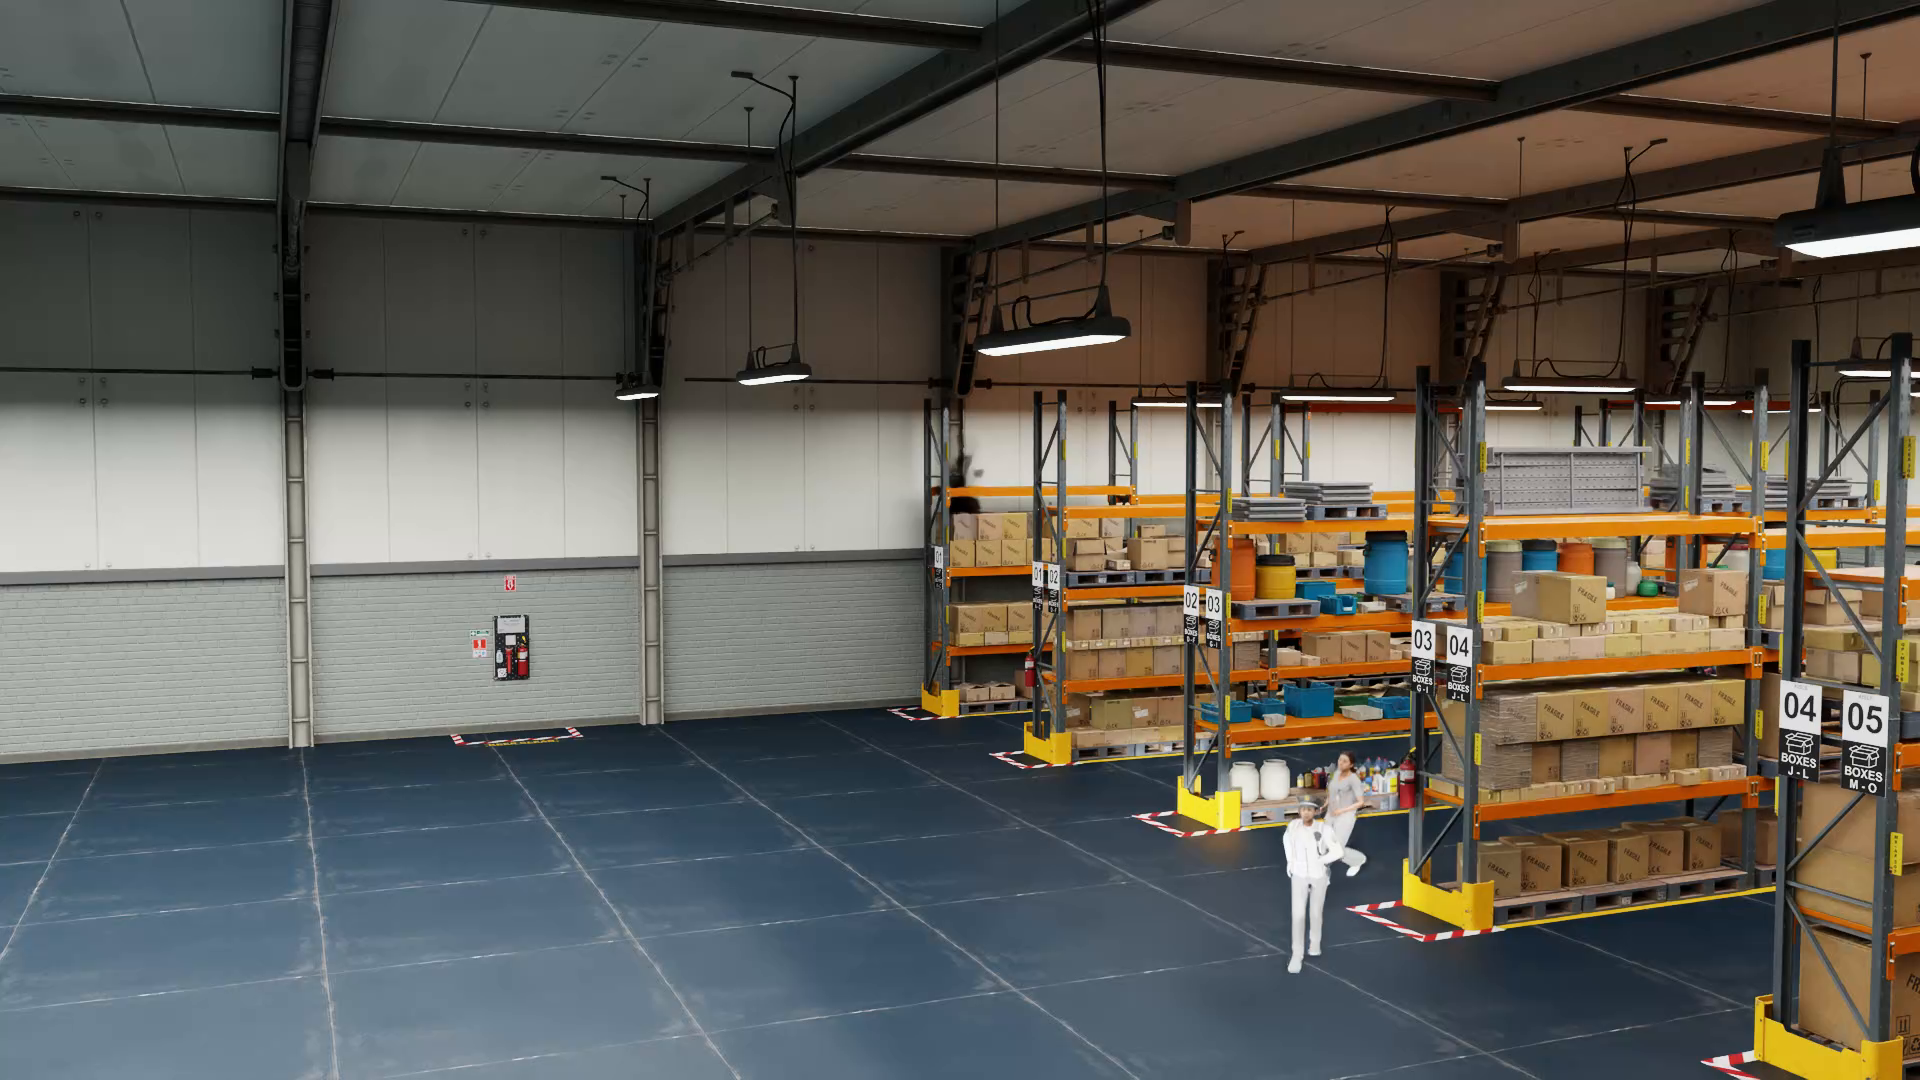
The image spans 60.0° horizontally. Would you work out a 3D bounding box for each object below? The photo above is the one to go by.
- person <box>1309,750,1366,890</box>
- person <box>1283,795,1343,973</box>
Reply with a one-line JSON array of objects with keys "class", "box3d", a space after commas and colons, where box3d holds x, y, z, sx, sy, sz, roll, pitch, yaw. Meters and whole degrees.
[{"class": "person", "box3d": [4.438, 3.232, 19.202, 0.792, 1.651, 0.601, -2, 4, -30]}, {"class": "person", "box3d": [3.475, 3.353, 16.416, 0.606, 1.750, 0.759, 1, 4, 18]}]
